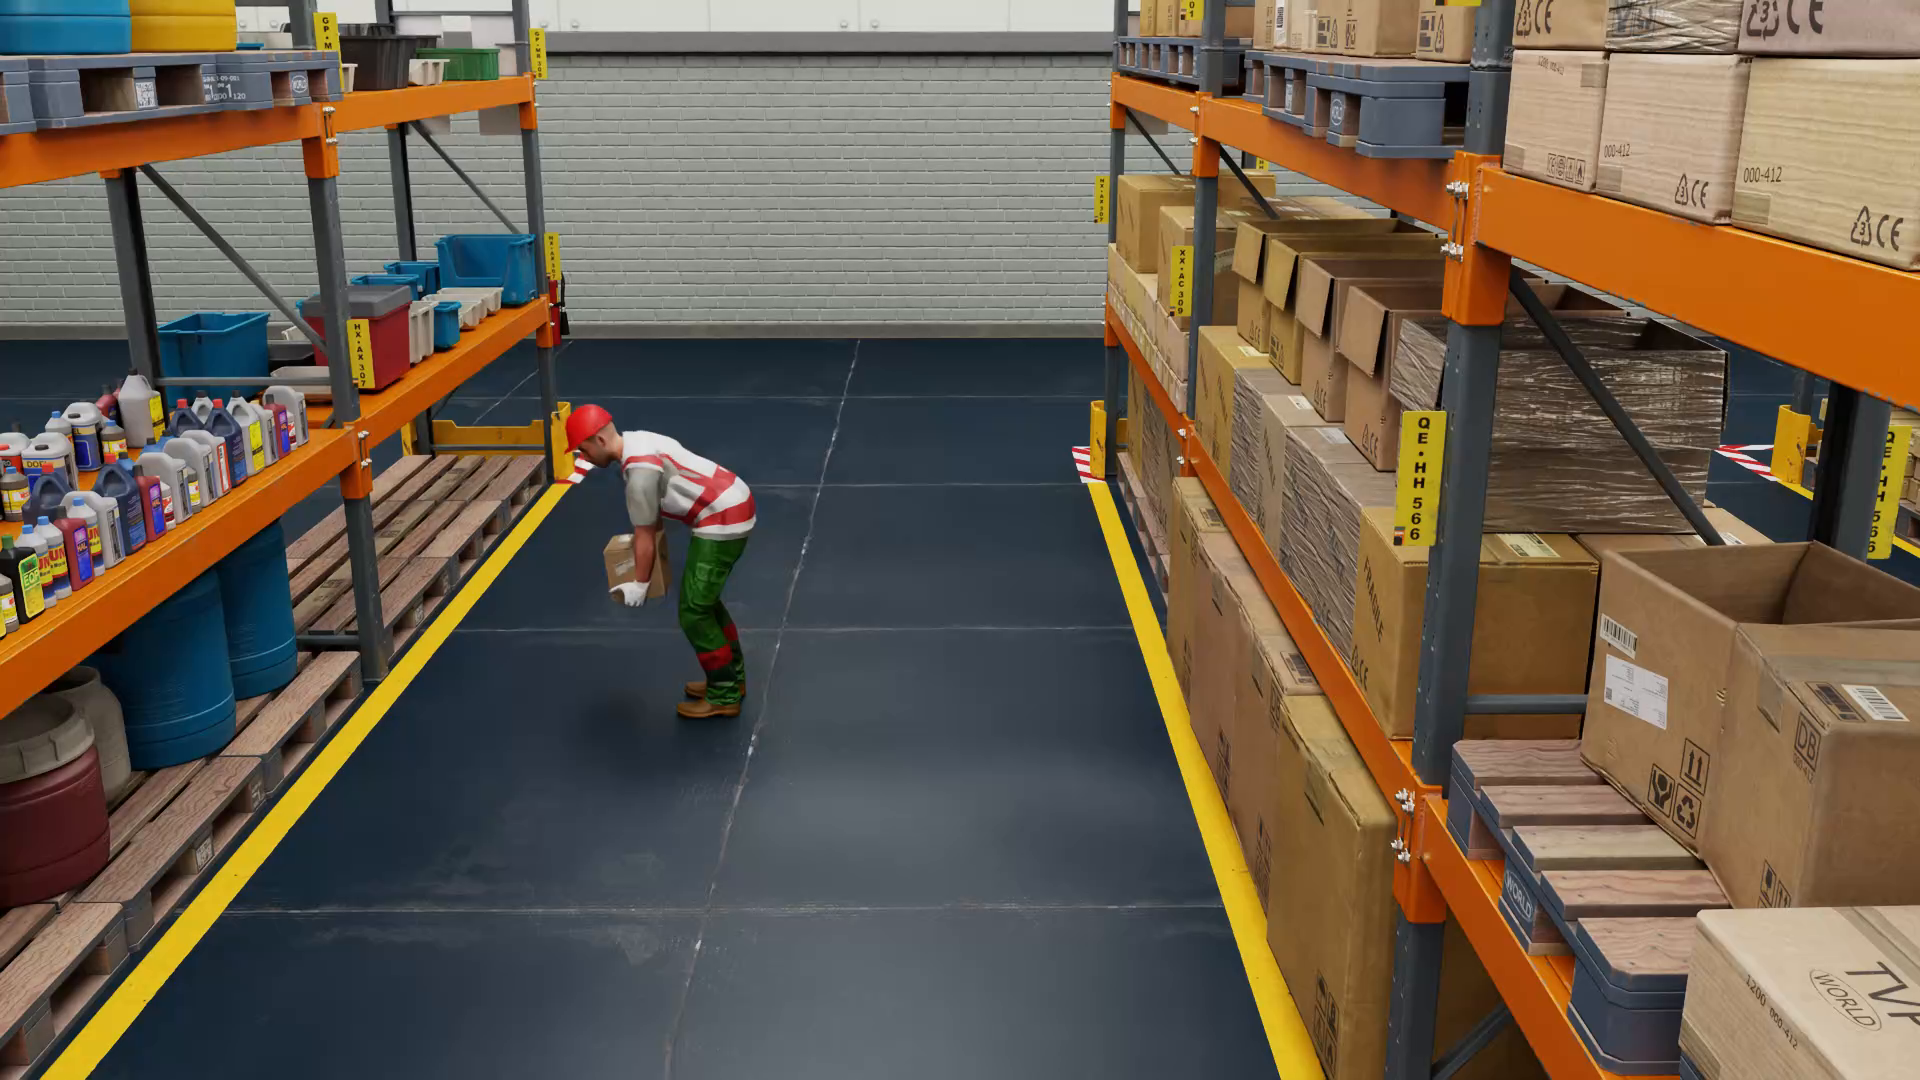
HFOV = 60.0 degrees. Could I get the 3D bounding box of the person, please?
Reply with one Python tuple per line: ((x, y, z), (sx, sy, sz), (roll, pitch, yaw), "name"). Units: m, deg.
((-1.374, 0.087, 7.756), (0.858, 1.472, 0.484), (-1, 17, -2), "person")
